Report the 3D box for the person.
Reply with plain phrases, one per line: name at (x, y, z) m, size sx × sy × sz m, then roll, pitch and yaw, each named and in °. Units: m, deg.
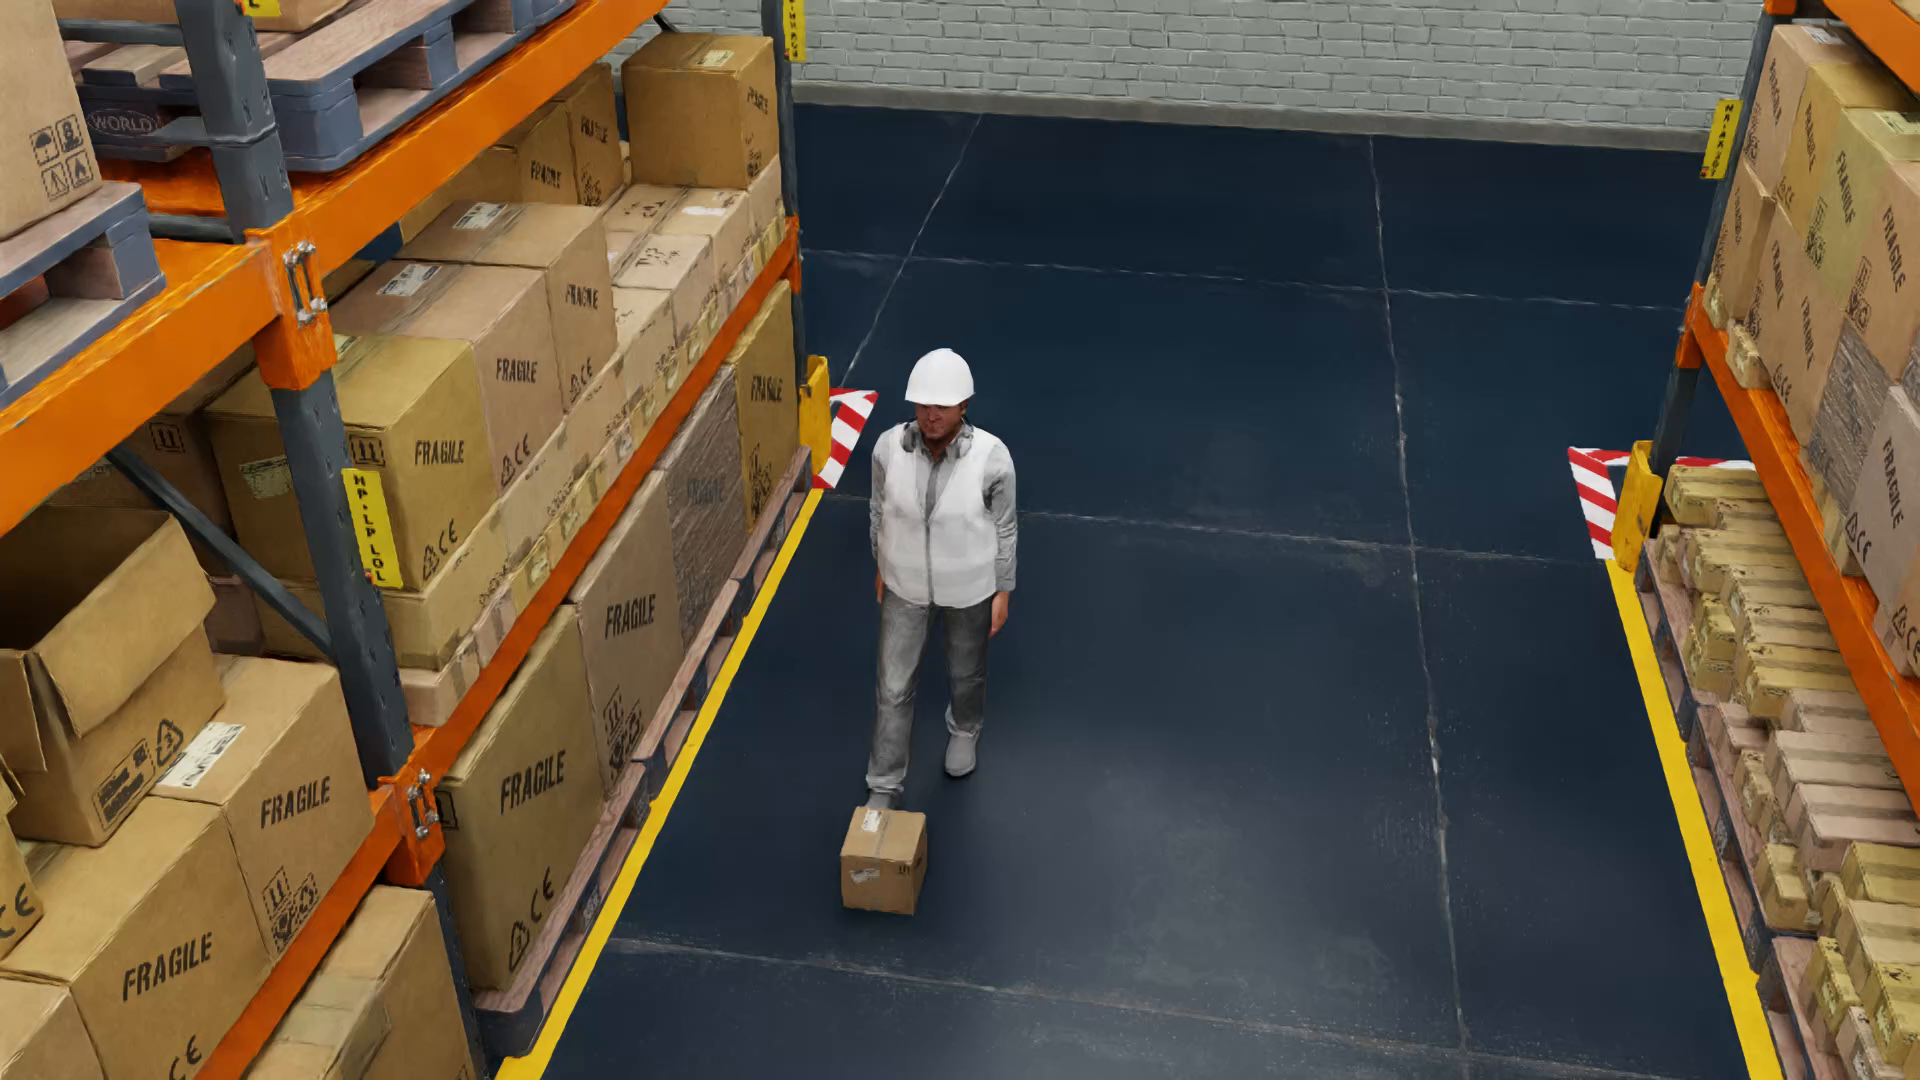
person at (-0.082, 0.197, 5.790) m, size 0.537 × 1.757 × 0.774 m, roll 5°, pitch 33°, yaw 8°
